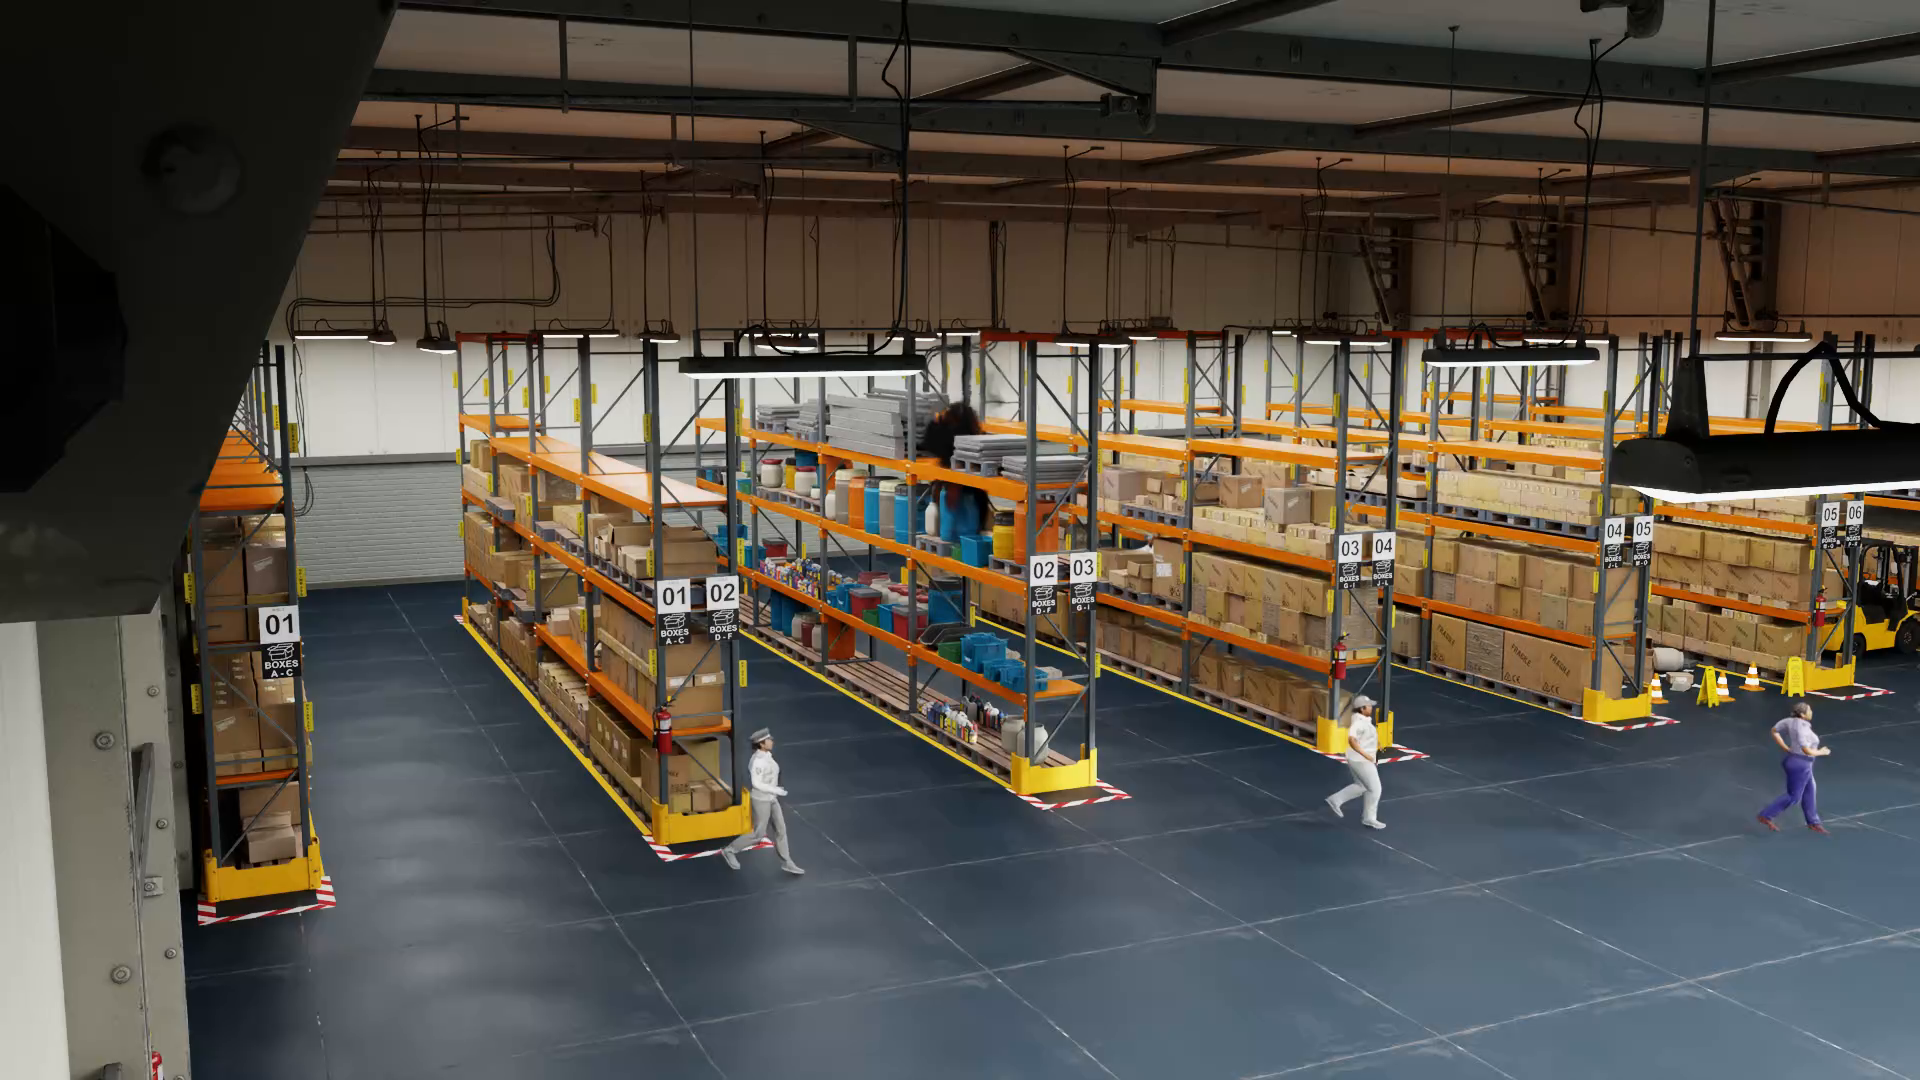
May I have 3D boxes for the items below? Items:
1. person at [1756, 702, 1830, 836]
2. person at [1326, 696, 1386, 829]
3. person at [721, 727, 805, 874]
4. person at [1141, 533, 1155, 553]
[{"bbox_3d":[10.213,2.796,20.294,0.898,1.679,0.614,1,8,10],"label":"person"},{"bbox_3d":[4.937,2.748,20.643,0.736,1.663,0.613,1,8,7],"label":"person"},{"bbox_3d":[-2.230,2.958,18.884,0.951,1.688,0.655,1,8,5],"label":"person"},{"bbox_3d":[4.167,0.672,35.963,0.586,1.664,0.484,-3,8,-22],"label":"person"}]
